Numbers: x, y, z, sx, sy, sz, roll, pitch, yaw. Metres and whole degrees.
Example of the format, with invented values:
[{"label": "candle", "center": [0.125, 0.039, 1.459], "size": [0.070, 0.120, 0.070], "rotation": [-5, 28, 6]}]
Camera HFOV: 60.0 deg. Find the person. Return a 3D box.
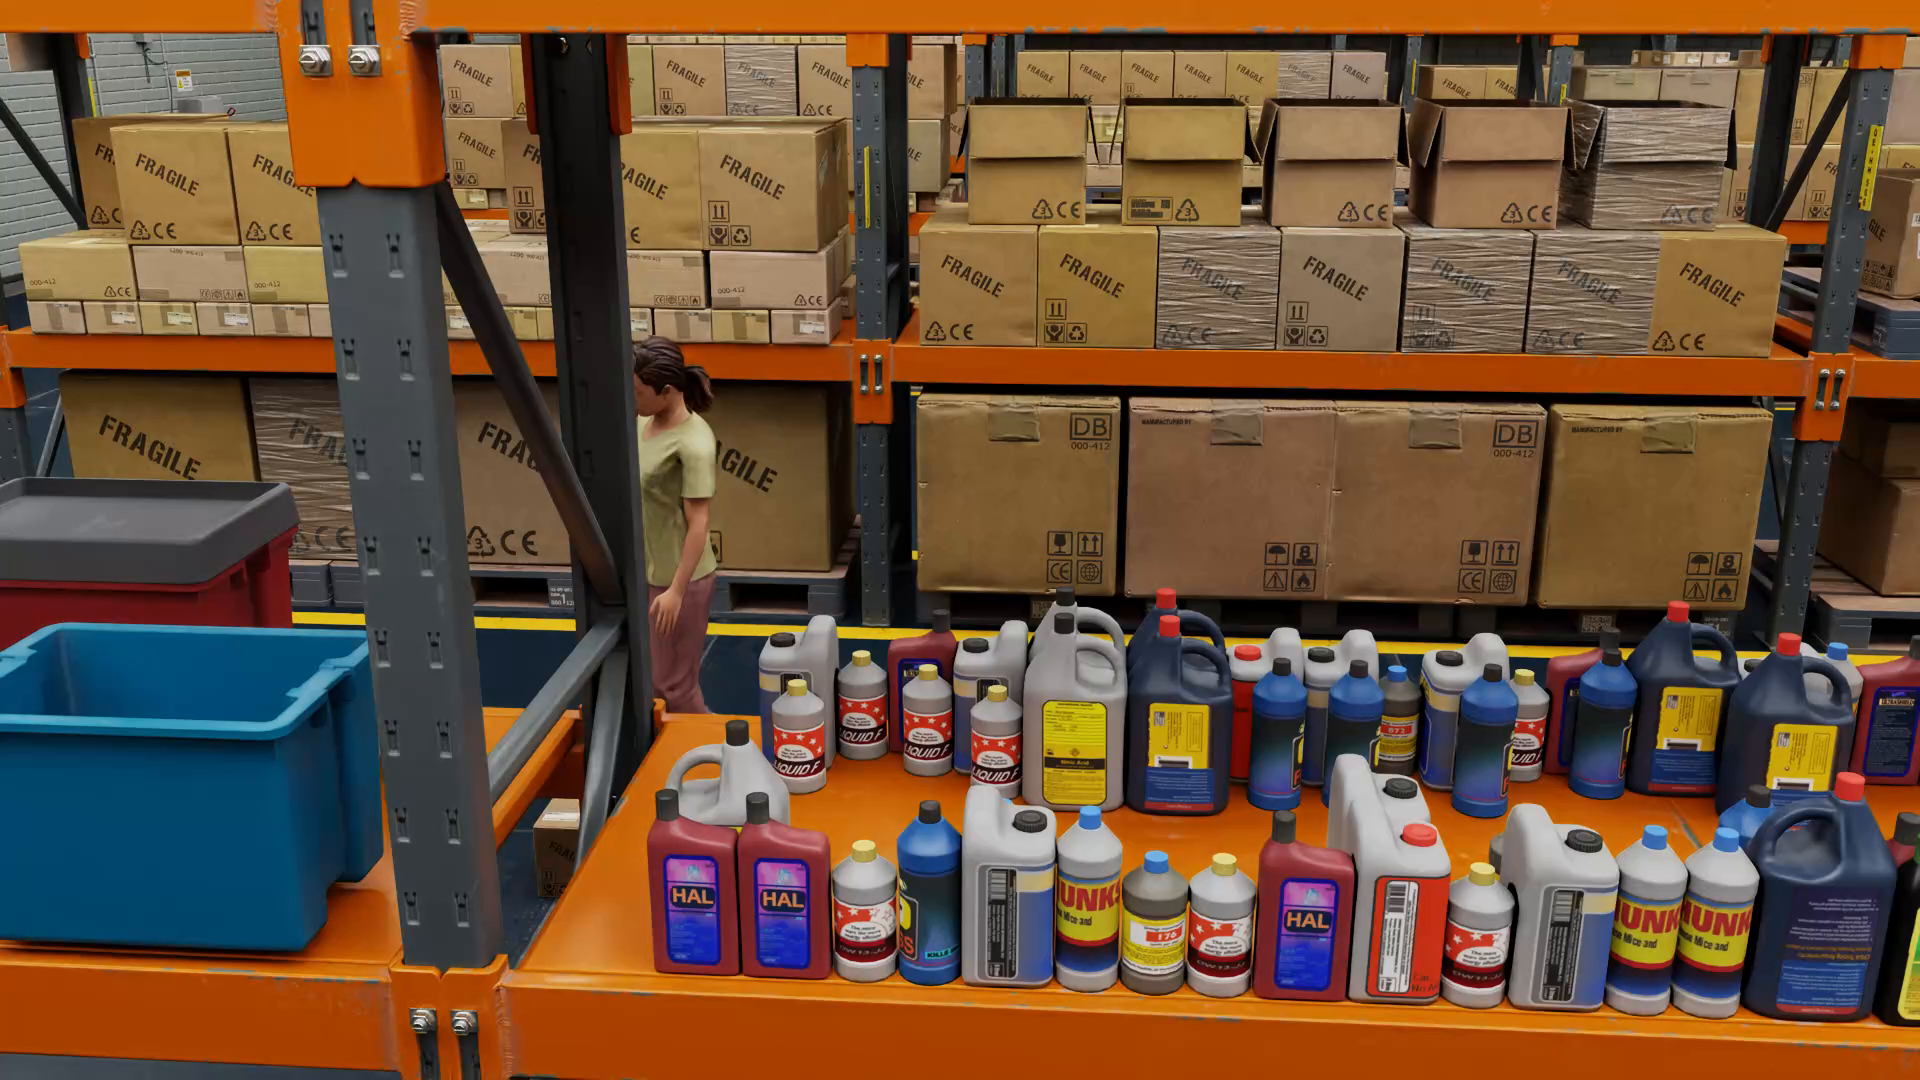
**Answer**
[{"label": "person", "center": [-1.004, 0.130, 5.594], "size": [0.452, 1.677, 0.527], "rotation": [-14, 22, -36]}]
